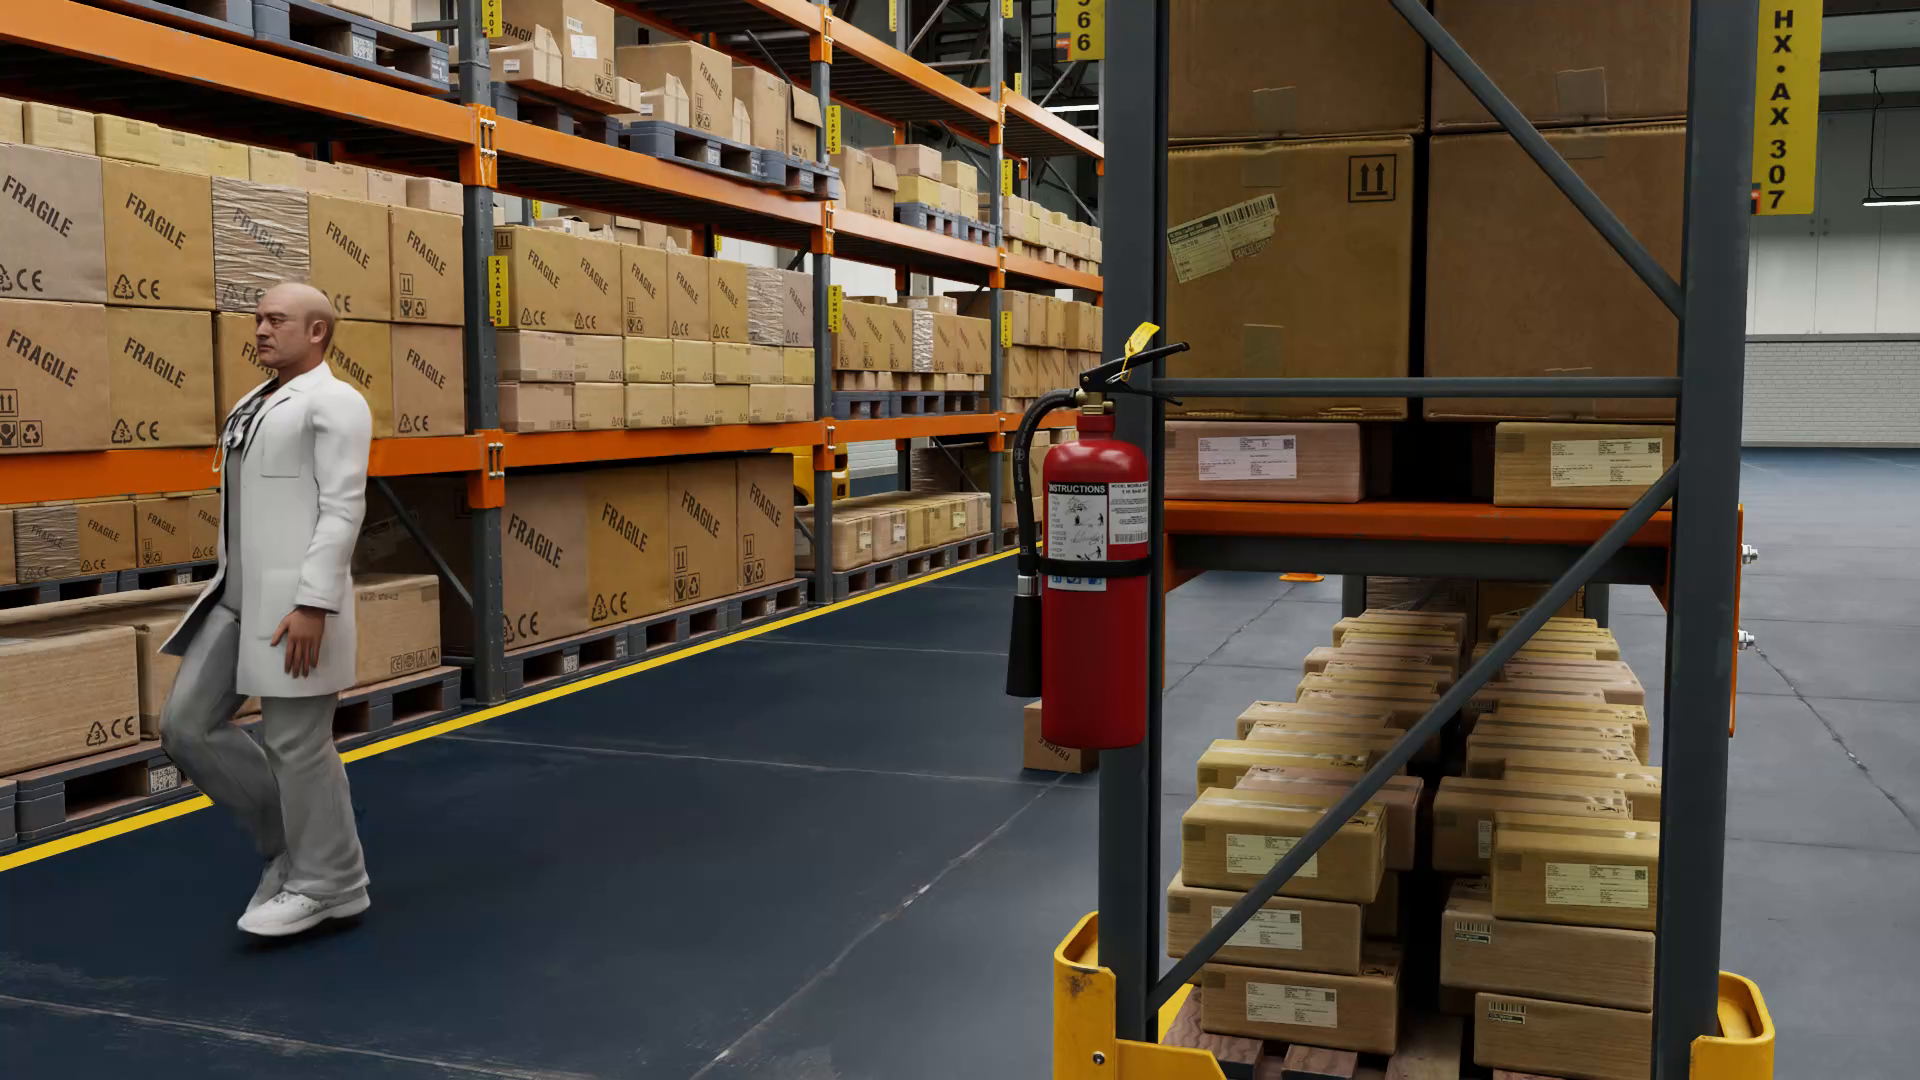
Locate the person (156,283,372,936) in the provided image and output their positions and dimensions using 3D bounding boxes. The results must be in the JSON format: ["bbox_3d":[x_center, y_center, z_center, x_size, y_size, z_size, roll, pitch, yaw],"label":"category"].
[{"bbox_3d":[-1.887,0.200,4.529,0.610,1.796,0.480,4,7,40],"label":"person"}]
